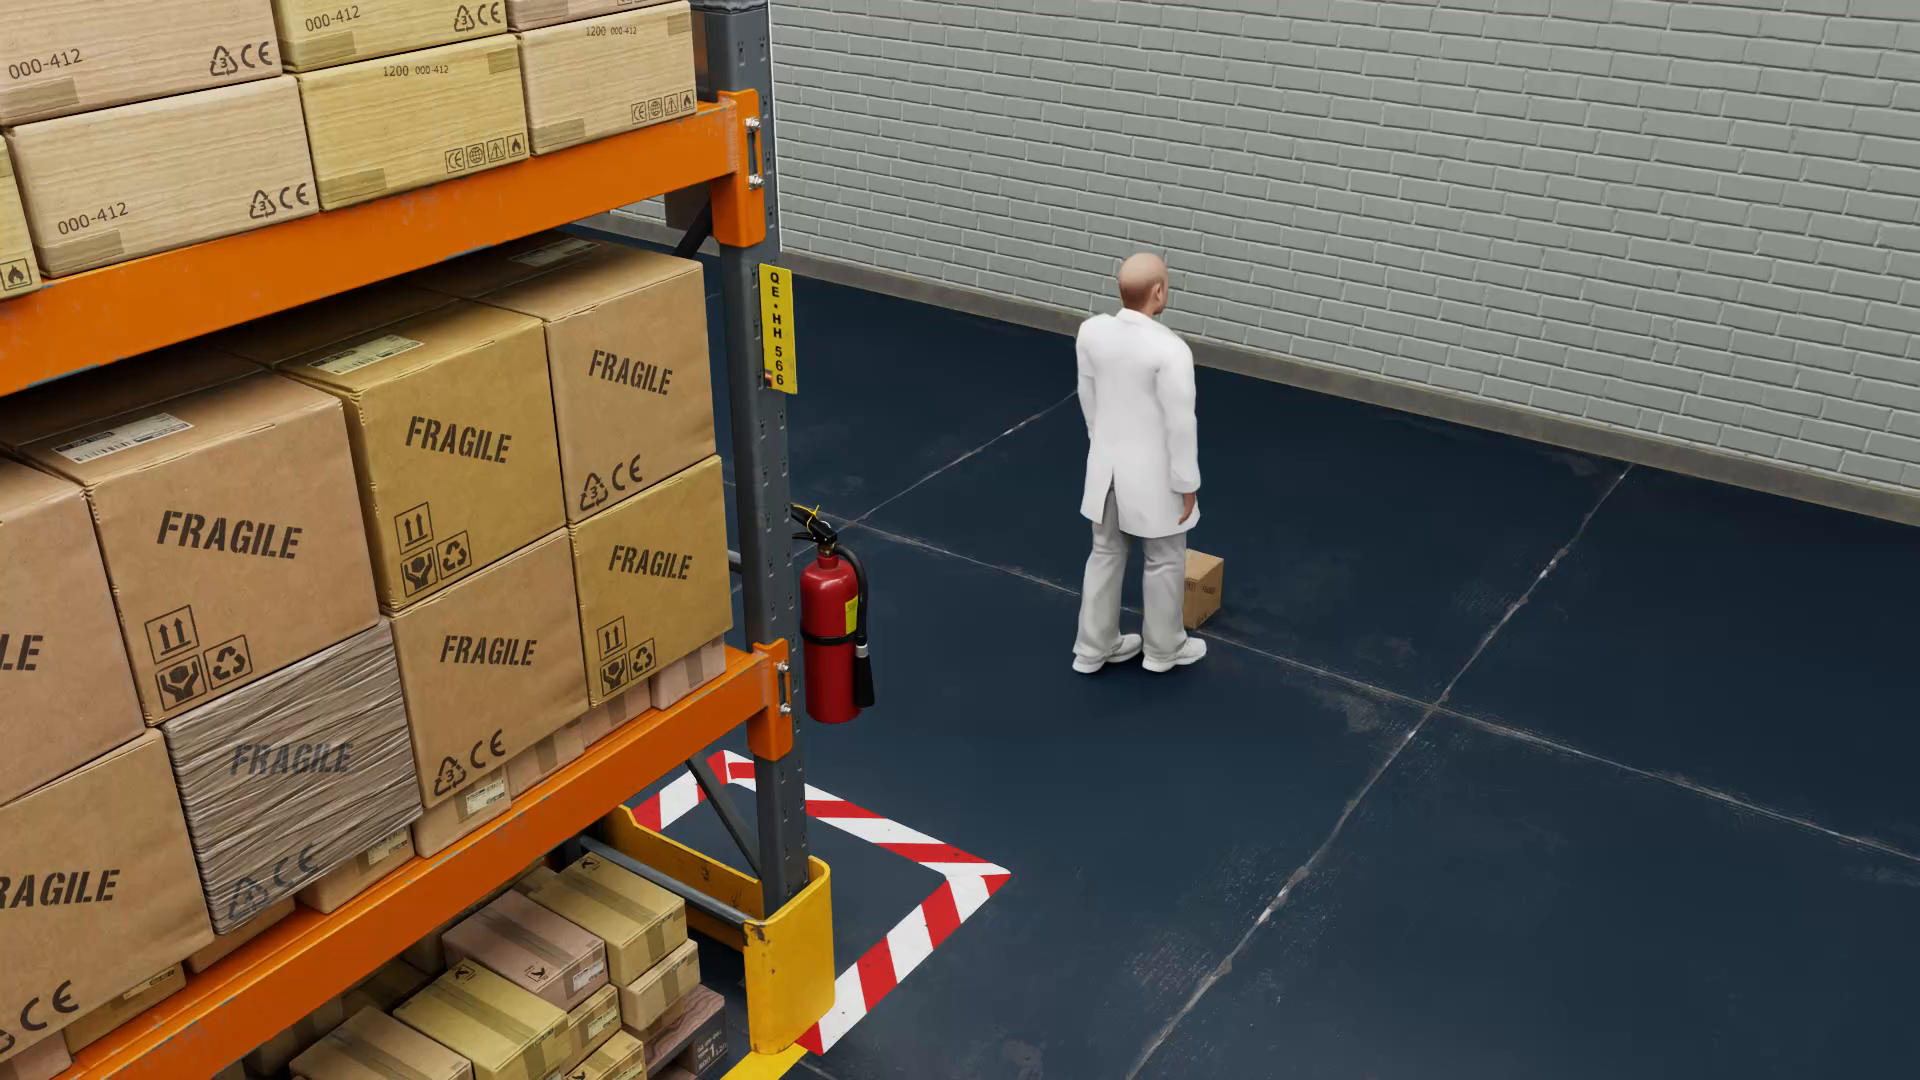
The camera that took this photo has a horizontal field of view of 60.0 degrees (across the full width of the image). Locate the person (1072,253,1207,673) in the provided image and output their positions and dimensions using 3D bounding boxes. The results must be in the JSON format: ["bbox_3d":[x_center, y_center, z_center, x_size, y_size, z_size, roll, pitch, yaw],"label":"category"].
[{"bbox_3d":[0.750,-0.233,6.721,0.598,1.688,0.593,23,35,38],"label":"person"}]
